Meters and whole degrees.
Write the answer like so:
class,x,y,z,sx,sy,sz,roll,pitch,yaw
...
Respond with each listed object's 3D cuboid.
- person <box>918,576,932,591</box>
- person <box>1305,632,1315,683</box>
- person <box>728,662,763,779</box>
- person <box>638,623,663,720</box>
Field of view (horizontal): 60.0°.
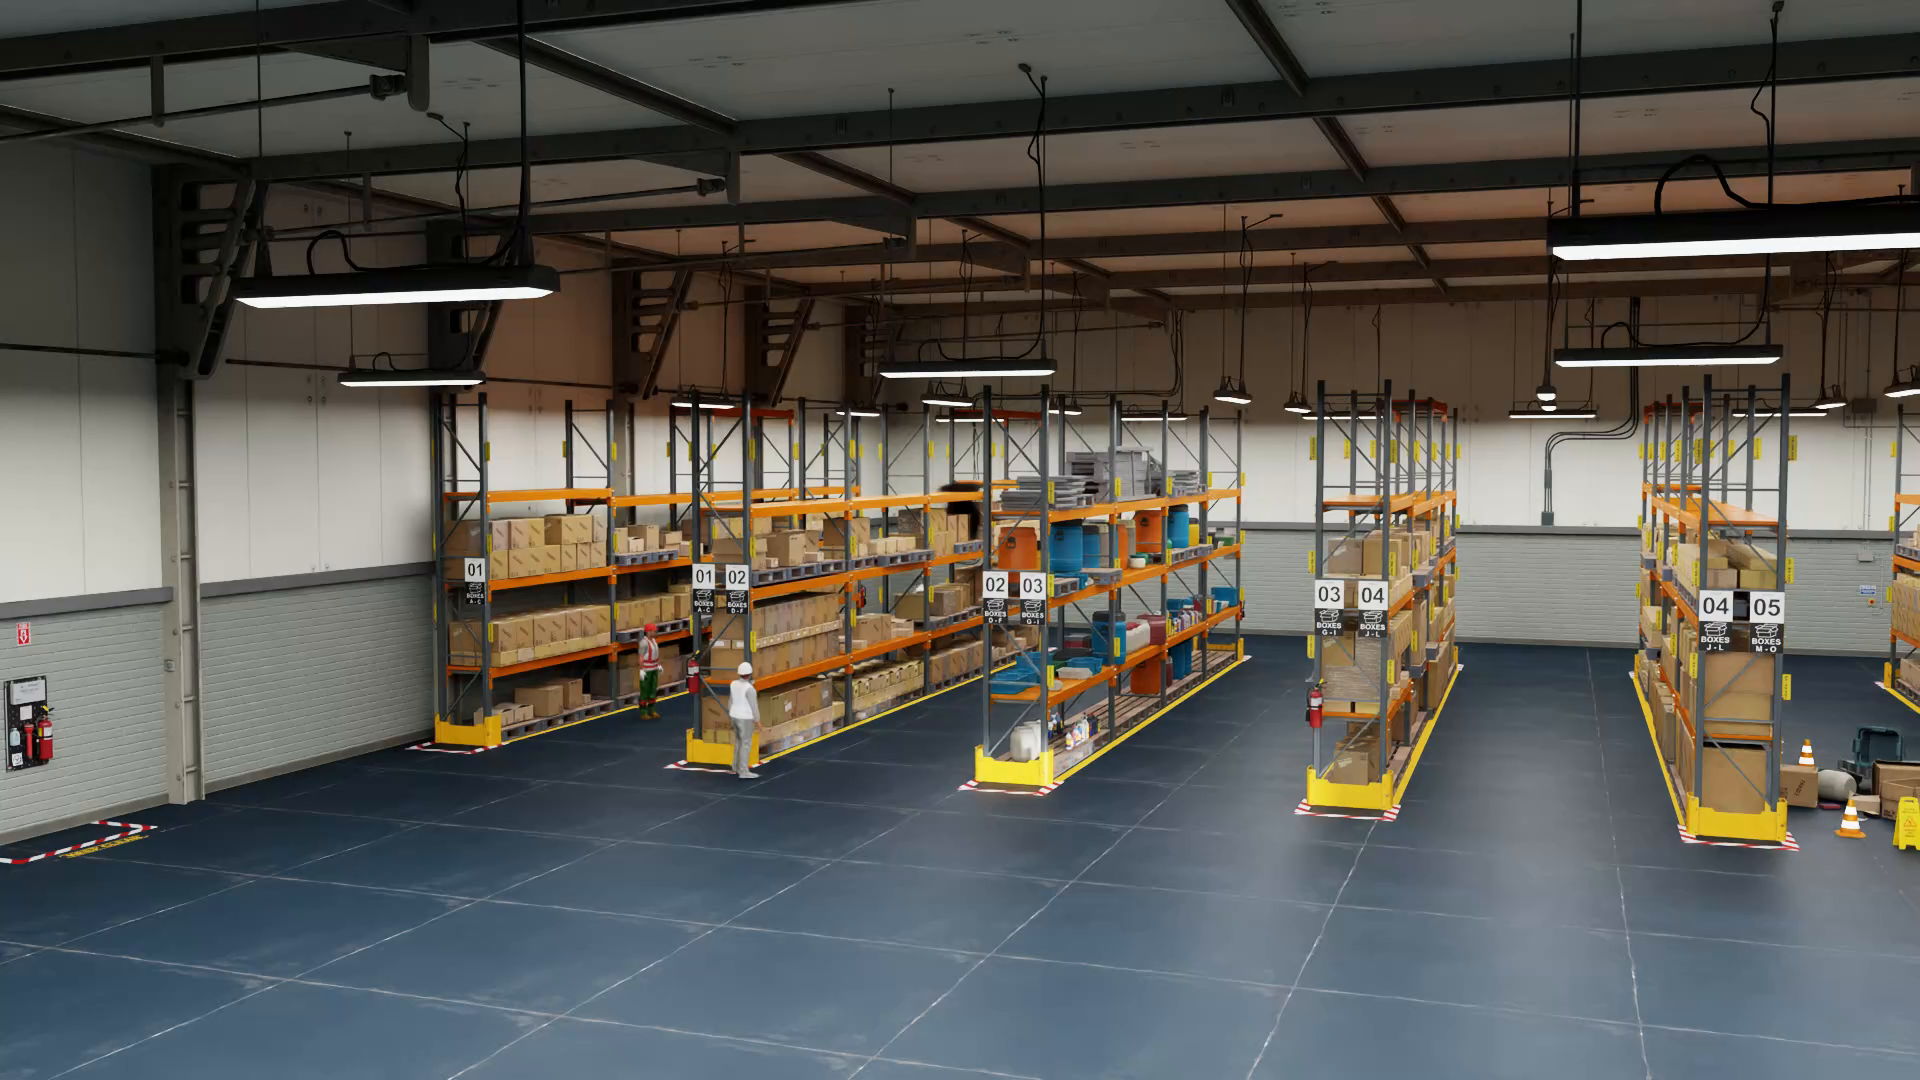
class,x,y,z,sx,sy,sz,roll,pitch,yaw
person,-0.852,1.764,43.988,0.497,1.751,0.591,1,3,22
person,7.762,2.351,35.983,0.872,1.453,0.475,-1,3,-24
person,-3.324,2.780,25.581,0.396,1.822,0.647,-2,4,-37
person,-5.818,2.450,31.119,0.396,1.803,0.572,1,3,21
